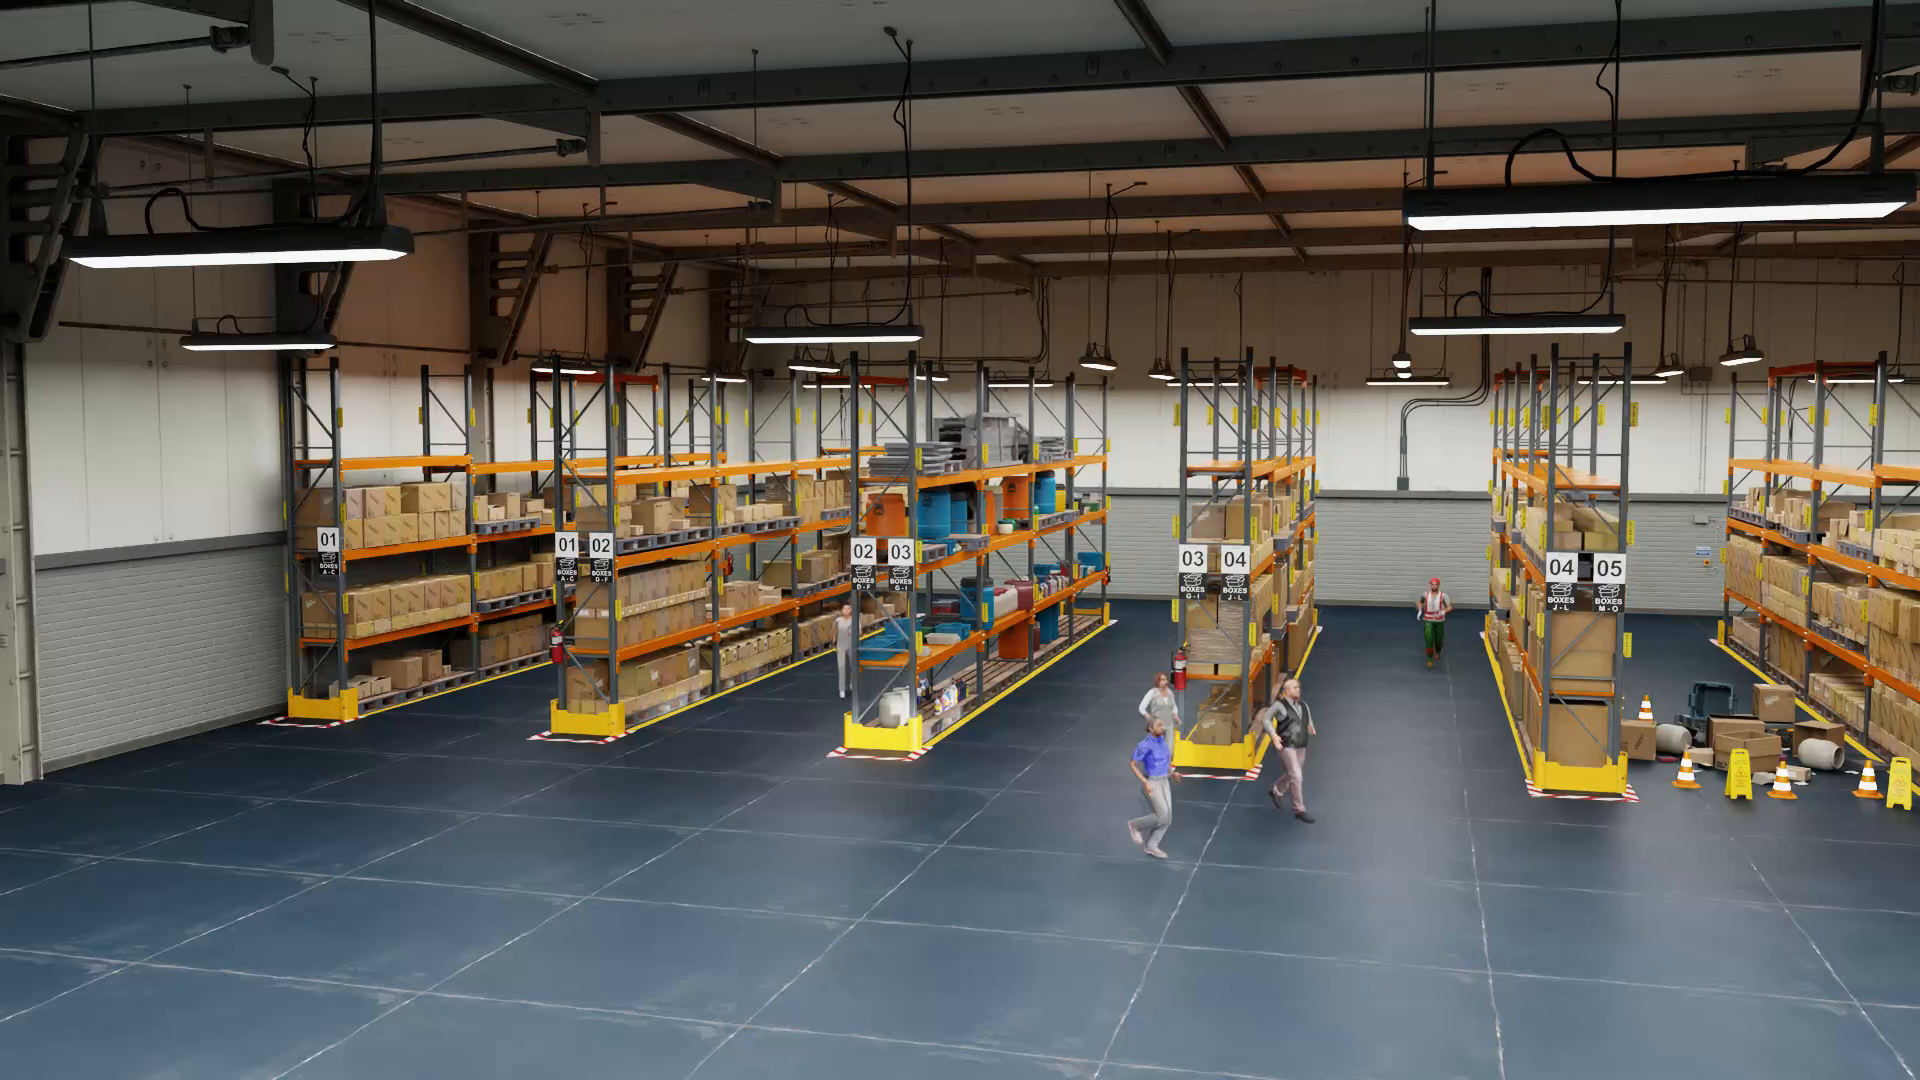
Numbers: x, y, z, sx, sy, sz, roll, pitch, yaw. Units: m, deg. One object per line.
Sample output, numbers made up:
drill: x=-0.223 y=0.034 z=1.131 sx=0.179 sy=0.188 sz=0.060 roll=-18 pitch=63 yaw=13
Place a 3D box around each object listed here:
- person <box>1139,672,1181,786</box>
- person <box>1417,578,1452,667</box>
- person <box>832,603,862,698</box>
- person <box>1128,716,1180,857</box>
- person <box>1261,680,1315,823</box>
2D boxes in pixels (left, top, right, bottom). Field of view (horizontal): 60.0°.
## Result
person: x=2.739 y=2.566 z=22.610 sx=0.562 sy=1.555 sz=0.508 roll=-2 pitch=5 yaw=-24
person: x=9.543 y=1.635 z=33.480 sx=0.678 sy=1.770 sz=0.975 roll=2 pitch=4 yaw=20
person: x=-2.038 y=1.948 z=29.908 sx=0.564 sy=1.655 sz=0.969 roll=0 pitch=4 yaw=2
person: x=2.229 y=2.814 z=18.998 sx=0.560 sy=1.615 sz=0.575 roll=3 pitch=5 yaw=39
person: x=4.131 y=2.601 z=20.780 sx=0.664 sy=1.718 sz=0.897 roll=-3 pitch=5 yaw=-34
